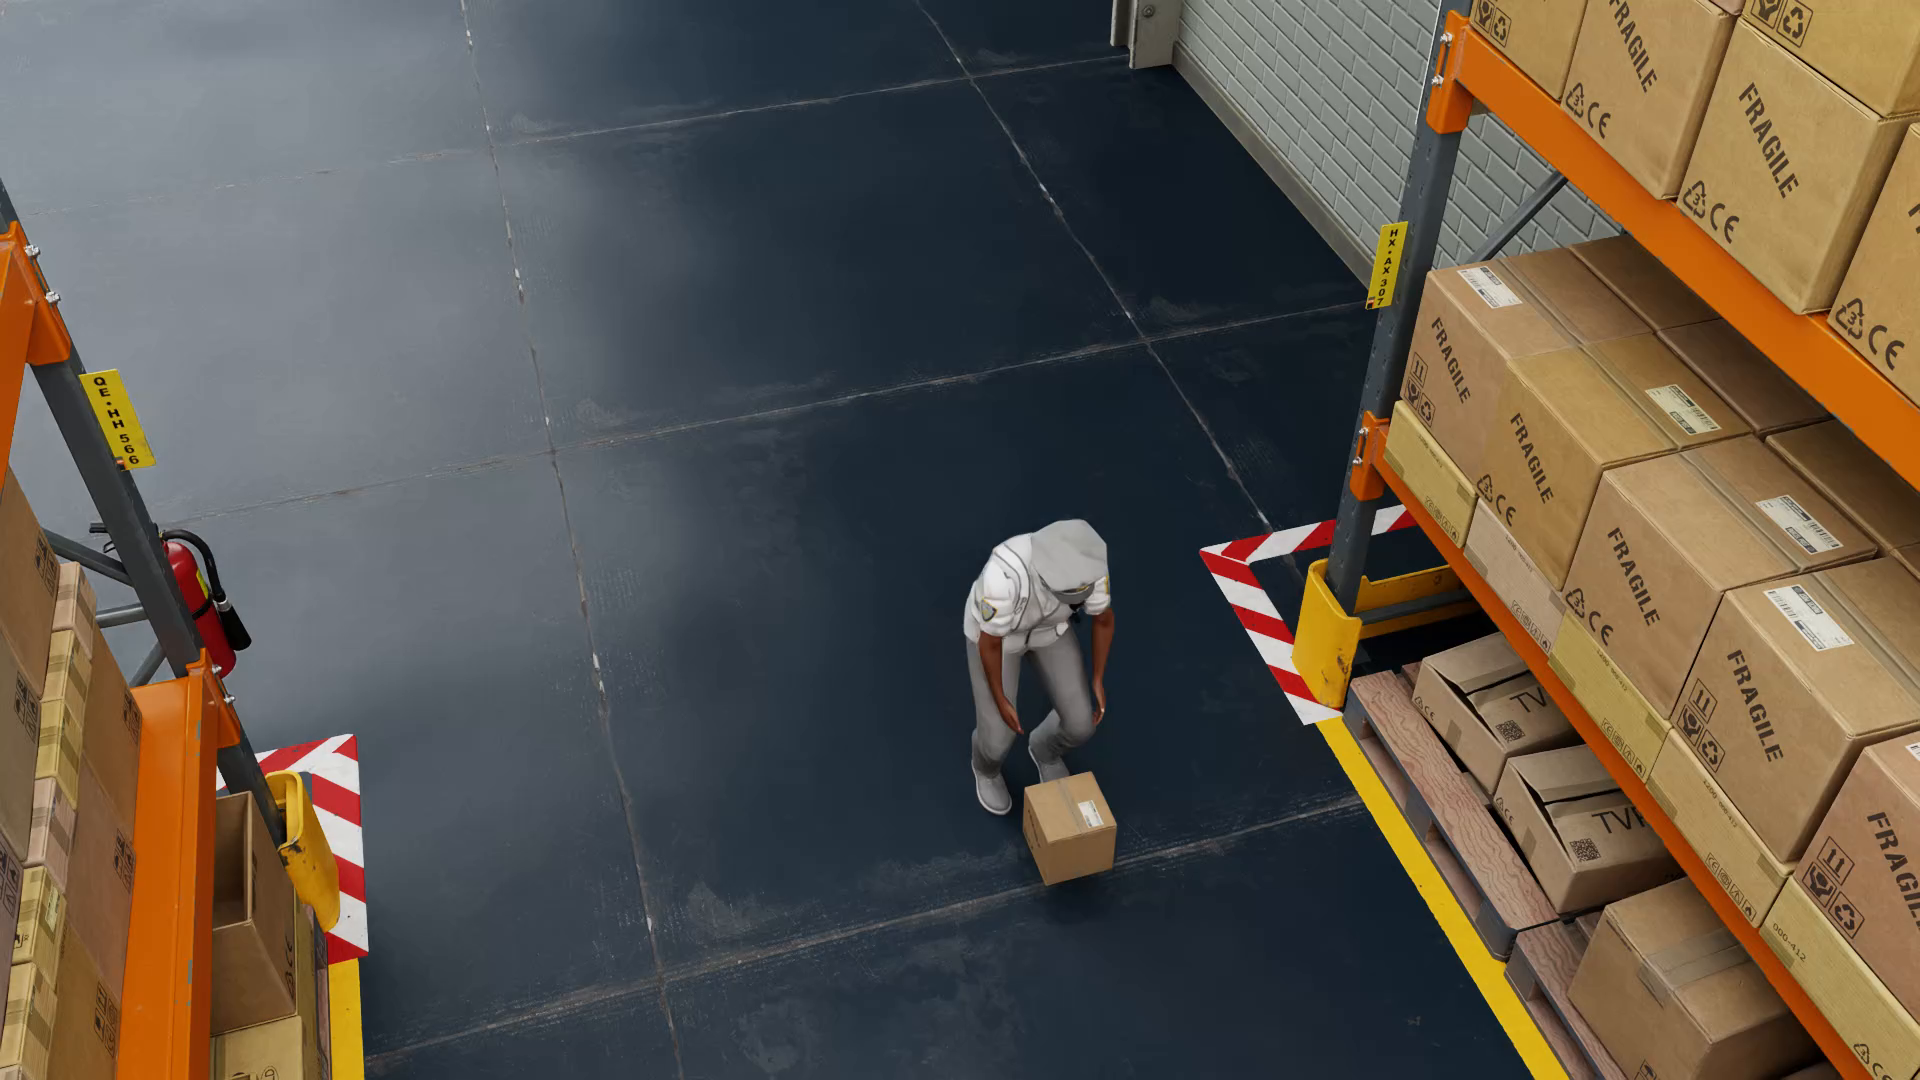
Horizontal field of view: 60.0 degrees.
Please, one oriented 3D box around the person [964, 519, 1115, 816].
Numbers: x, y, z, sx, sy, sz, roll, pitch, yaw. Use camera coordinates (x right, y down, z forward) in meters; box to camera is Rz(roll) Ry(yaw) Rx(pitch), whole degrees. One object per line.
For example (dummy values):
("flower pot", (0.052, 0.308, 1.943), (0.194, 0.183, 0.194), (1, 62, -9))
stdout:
("person", (0.285, 0.415, 5.863), (0.492, 1.464, 0.649), (-11, 44, -12))
